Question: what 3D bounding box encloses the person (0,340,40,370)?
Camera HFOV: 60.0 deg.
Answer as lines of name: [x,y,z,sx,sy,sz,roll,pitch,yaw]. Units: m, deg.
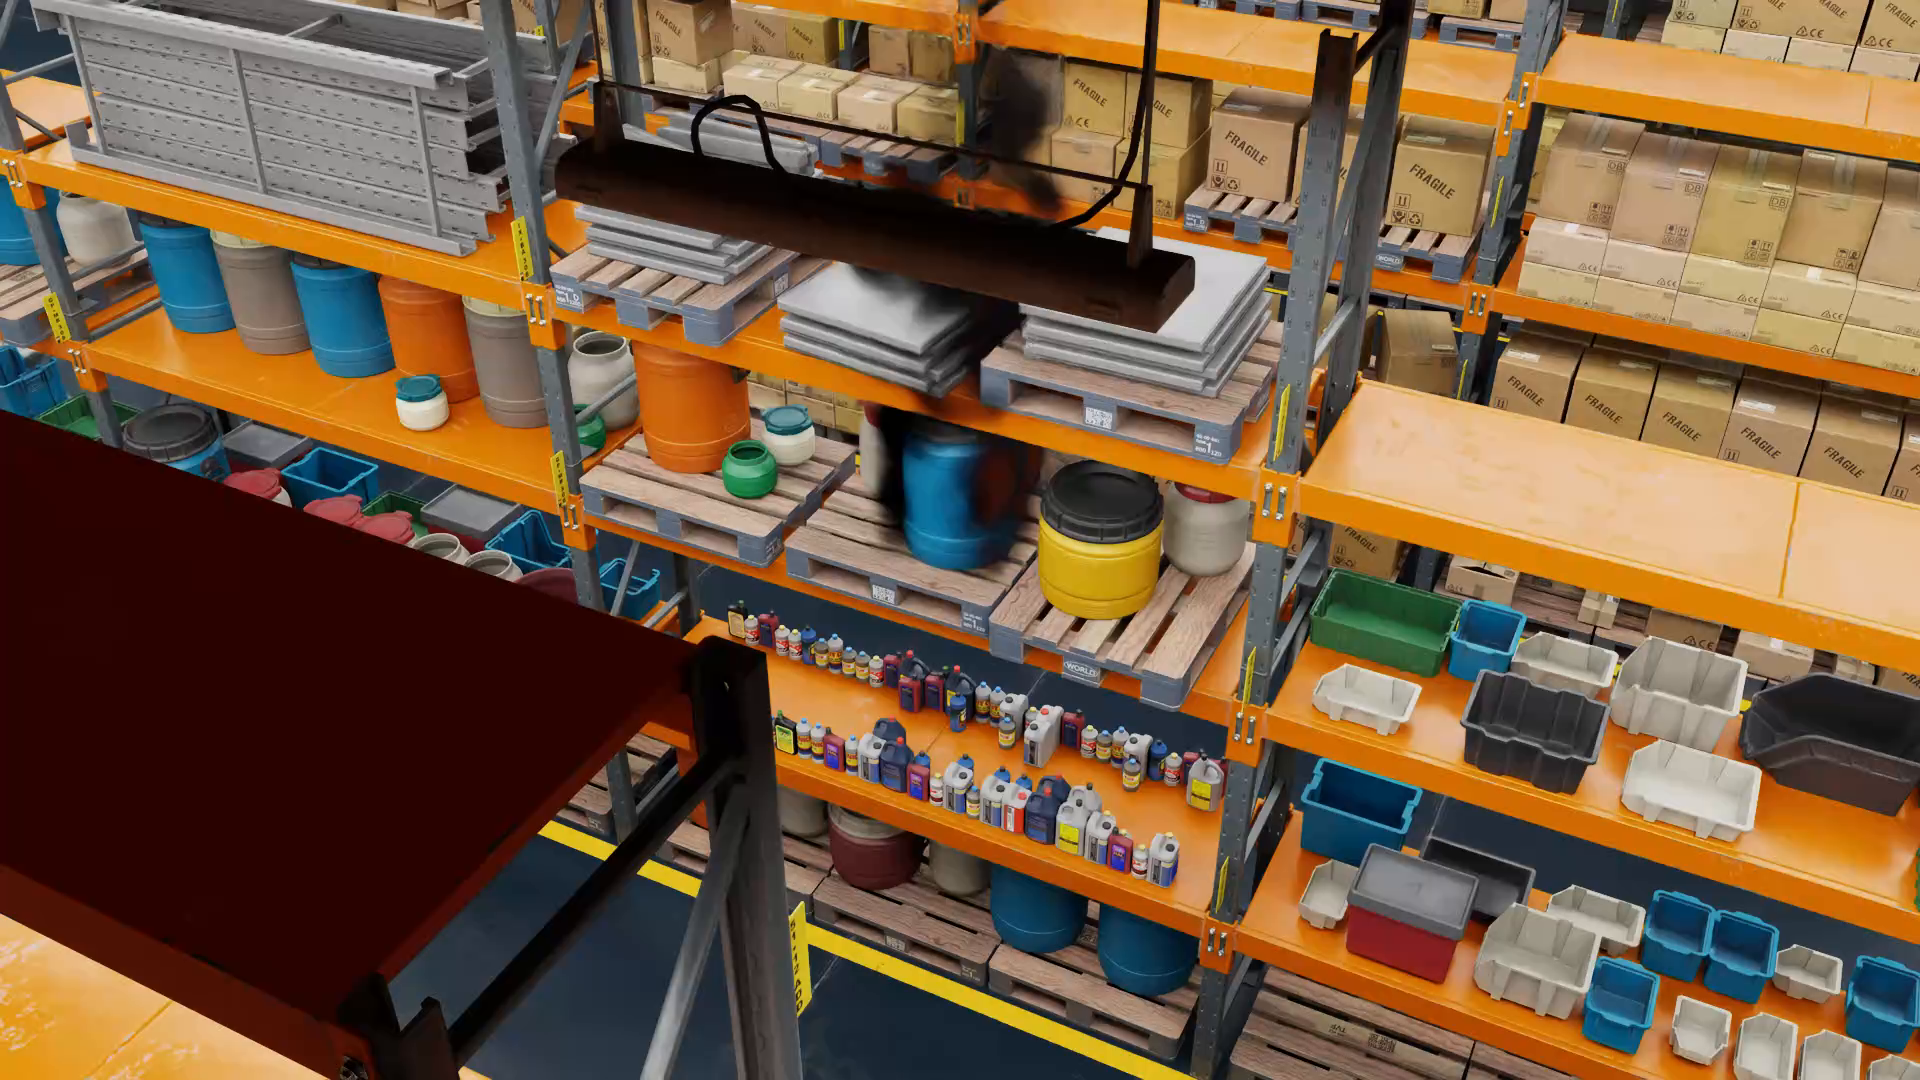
person: [-8.466,-1.698,14.815,0.616,1.709,0.702,9,36,13]
